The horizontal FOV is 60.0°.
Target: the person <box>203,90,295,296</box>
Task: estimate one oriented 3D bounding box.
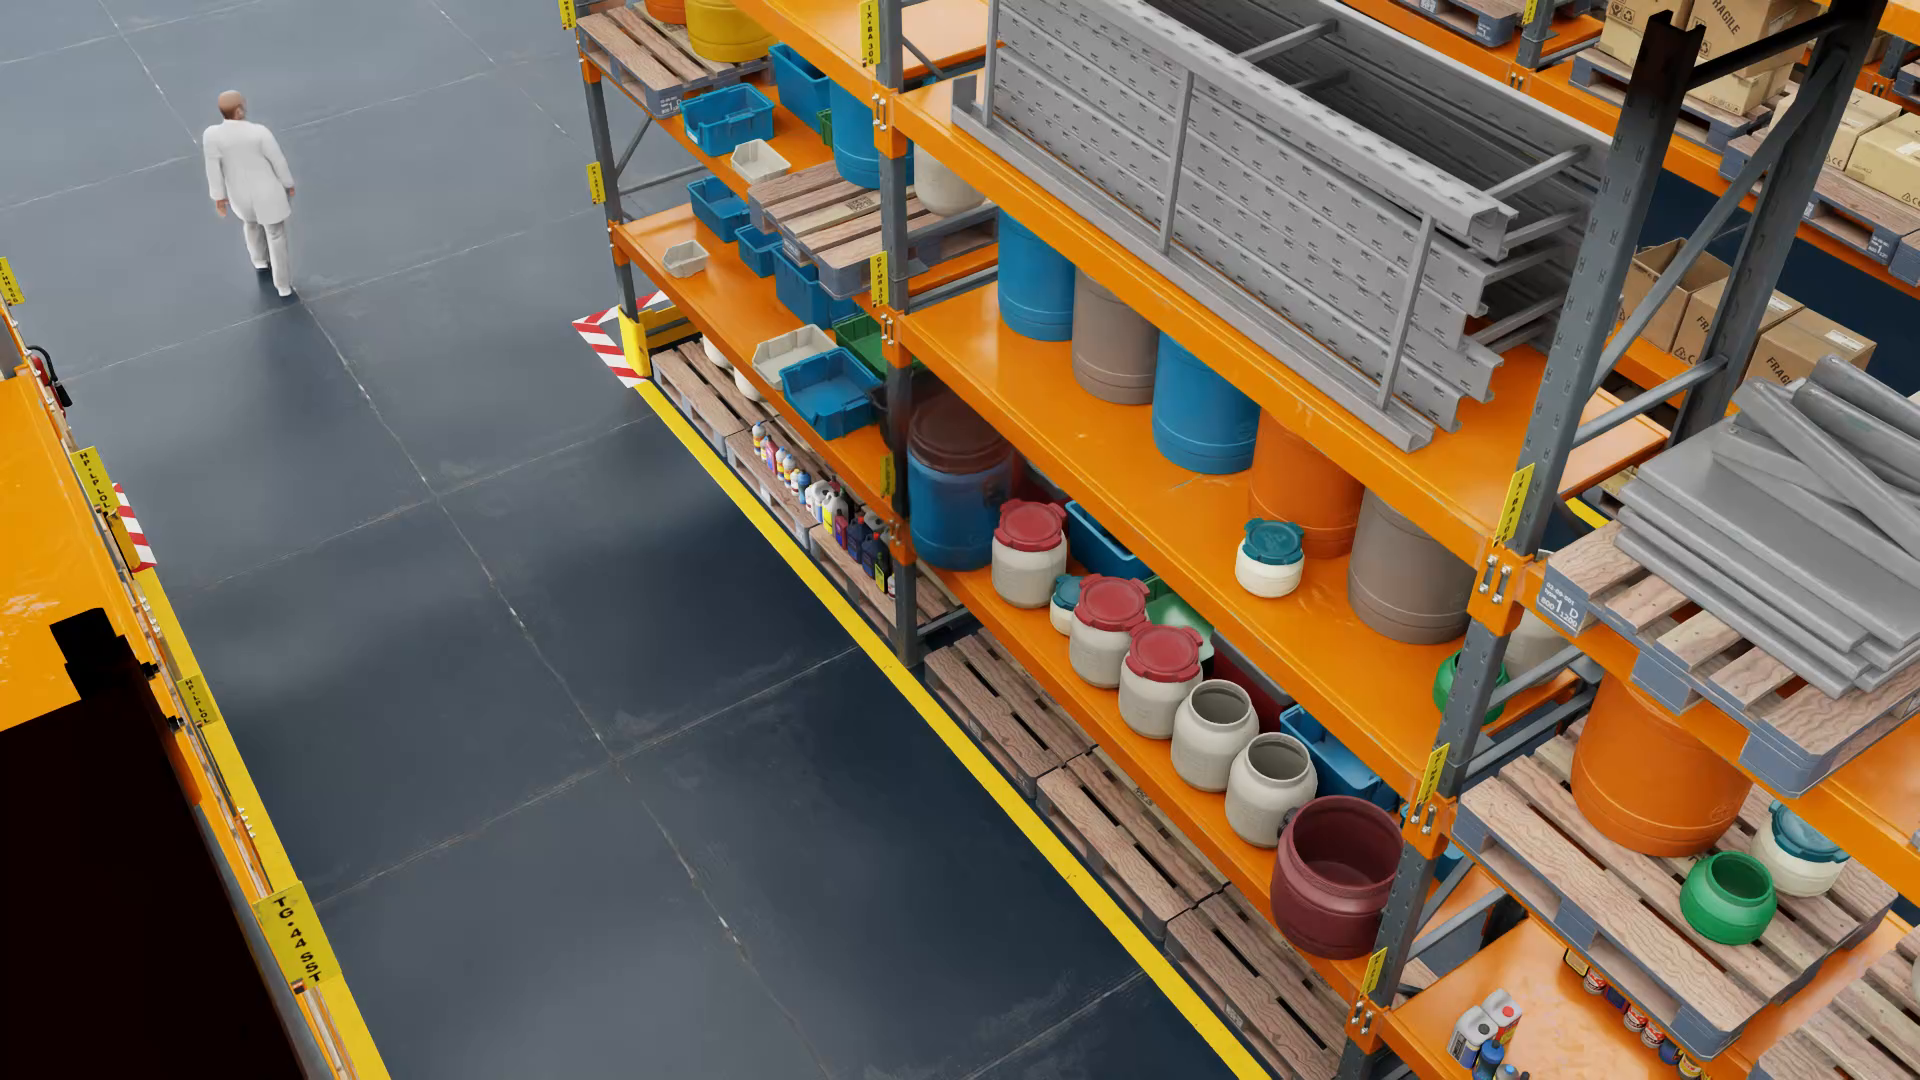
[{"bbox_3d":[-5.746,-2.901,13.611,0.671,1.784,0.714,-2,43,-2],"label":"person"}]
